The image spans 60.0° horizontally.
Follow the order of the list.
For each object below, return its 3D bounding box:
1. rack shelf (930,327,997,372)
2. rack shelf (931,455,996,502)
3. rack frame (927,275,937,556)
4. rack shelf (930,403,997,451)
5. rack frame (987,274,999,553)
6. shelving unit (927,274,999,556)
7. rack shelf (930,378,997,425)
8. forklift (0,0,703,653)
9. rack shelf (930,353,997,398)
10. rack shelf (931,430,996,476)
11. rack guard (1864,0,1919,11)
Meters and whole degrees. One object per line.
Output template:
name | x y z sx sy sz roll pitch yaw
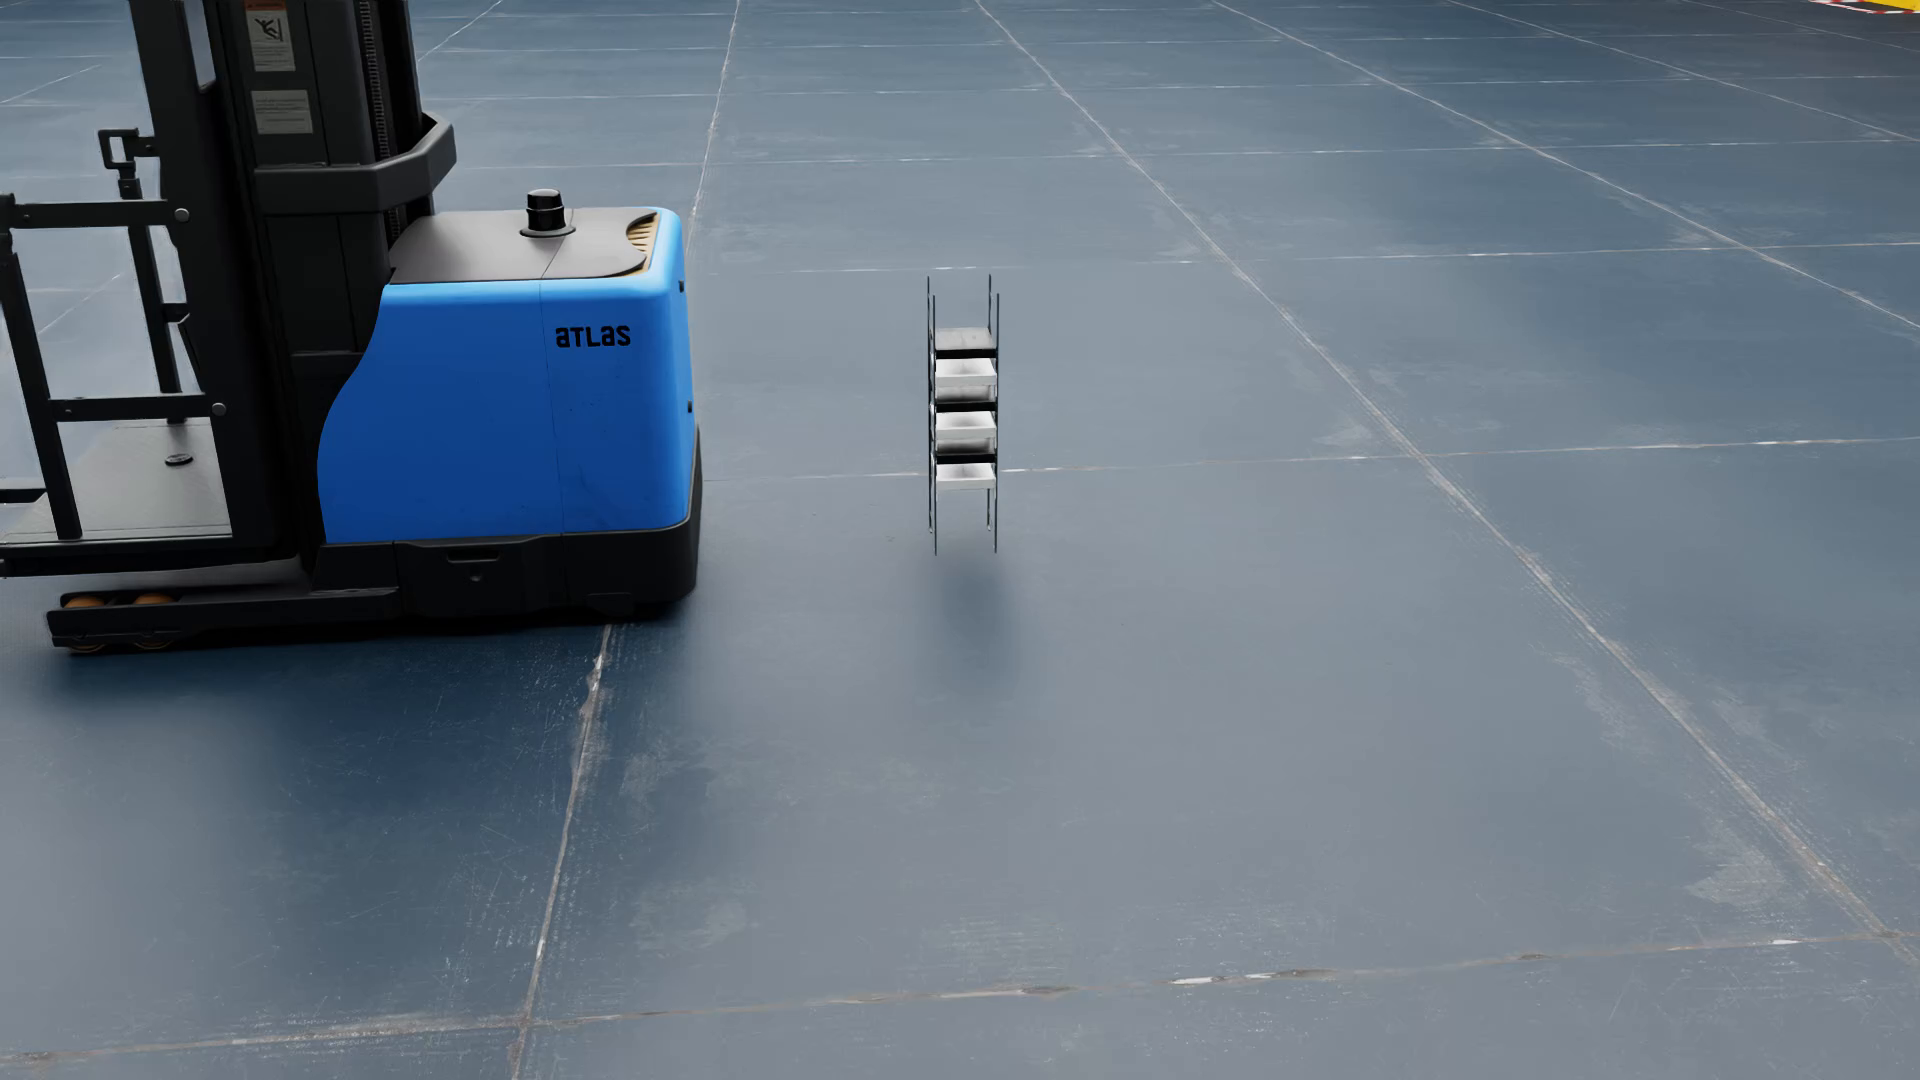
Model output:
rack shelf | 0.008 -0.628 5.434 0.200 0.077 0.258 -2 24 -5
rack shelf | 0.008 -0.217 5.616 0.200 0.077 0.258 -2 24 -5
rack frame | -0.093 -0.407 5.521 0.006 0.900 0.240 -2 24 -5
rack shelf | 0.008 -0.381 5.543 0.200 0.077 0.258 -2 24 -5
rack frame | 0.109 -0.416 5.539 0.006 0.900 0.240 -2 24 -5
shelving unit | 0.008 -0.412 5.530 0.210 0.900 0.258 -2 24 -5
rack shelf | 0.008 -0.463 5.507 0.200 0.077 0.258 -2 24 -5
forklift | -2.382 -1.229 4.869 3.031 2.935 1.130 -3 24 -6
rack shelf | 0.008 -0.546 5.470 0.200 0.077 0.258 -2 24 -5
rack shelf | 0.008 -0.299 5.580 0.200 0.077 0.258 -2 24 -5
rack guard | 11.688 -6.856 20.521 0.348 0.500 1.175 -2 24 -5
